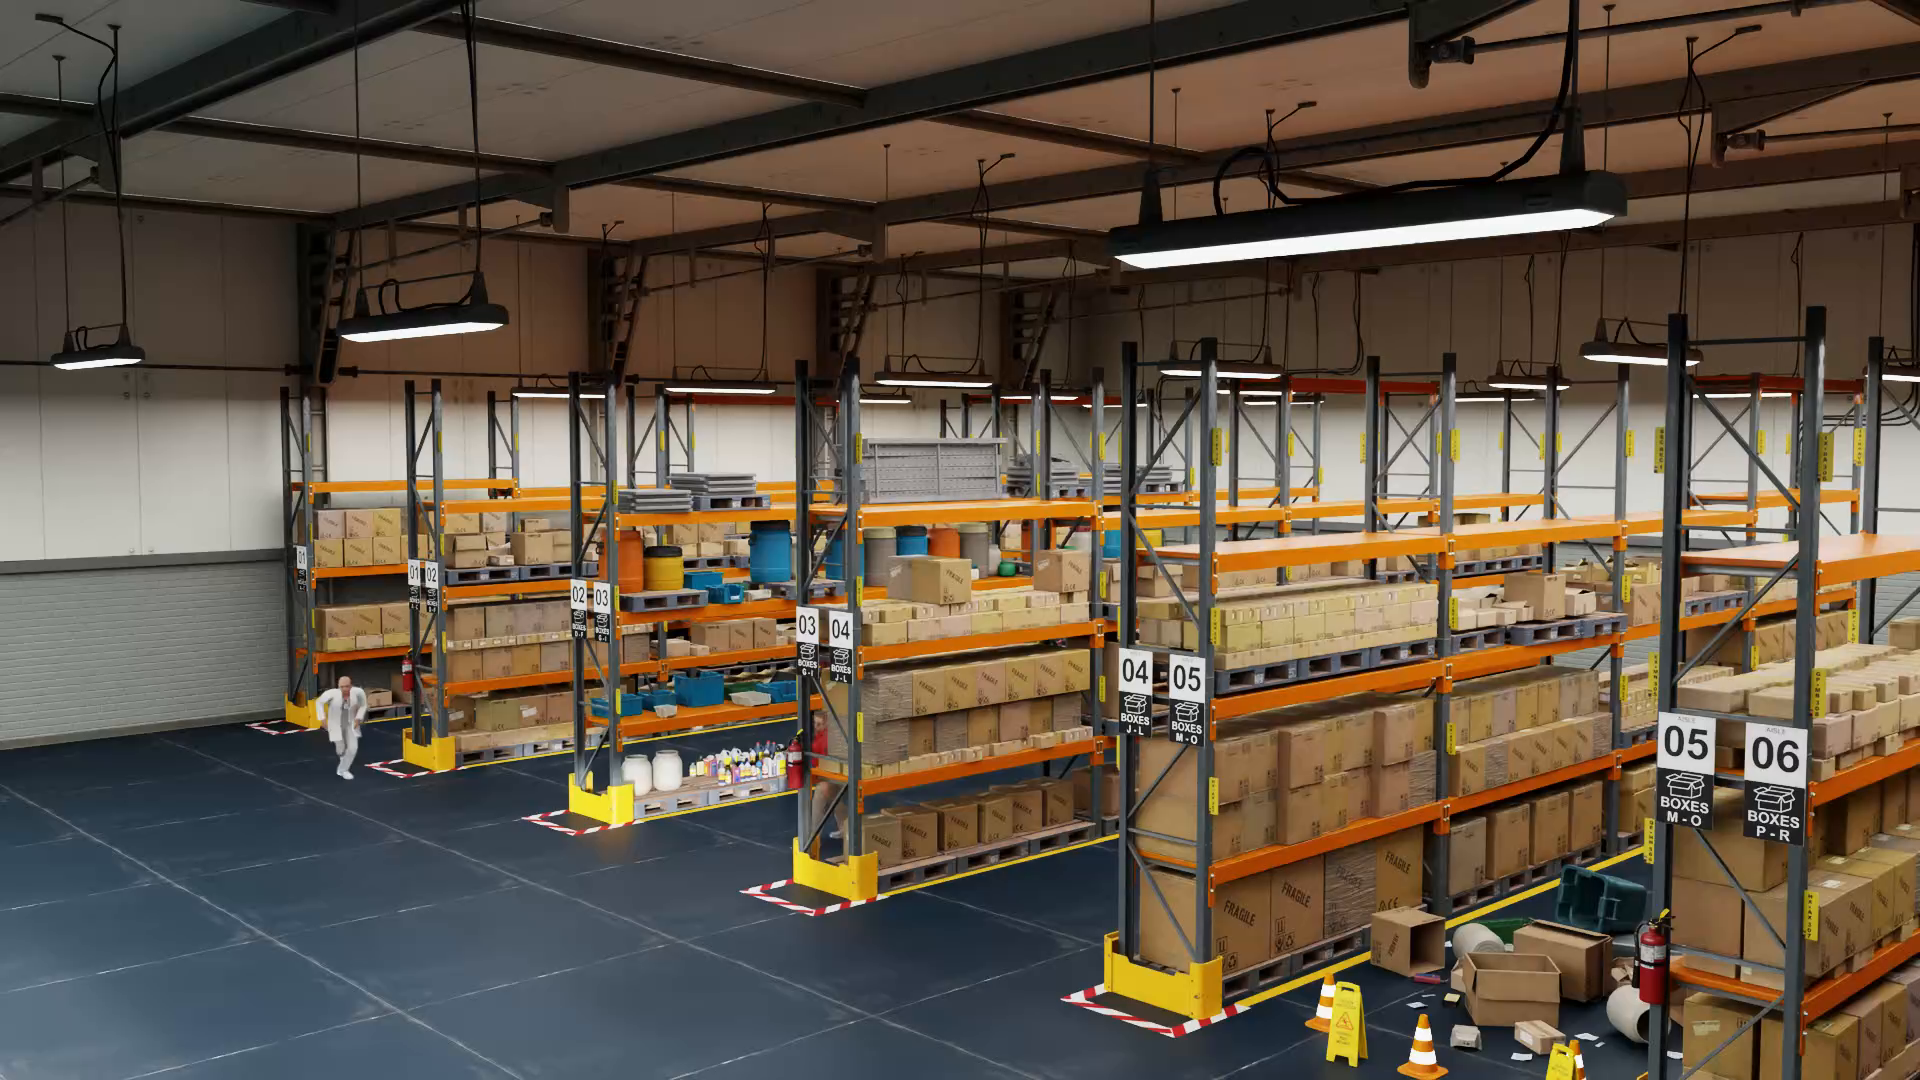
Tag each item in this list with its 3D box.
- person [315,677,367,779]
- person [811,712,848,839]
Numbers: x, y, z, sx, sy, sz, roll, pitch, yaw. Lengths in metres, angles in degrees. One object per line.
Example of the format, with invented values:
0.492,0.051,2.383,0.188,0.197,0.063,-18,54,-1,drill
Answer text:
-9.287,2.794,24.921,0.711,1.590,0.927,-2,4,-27,person
-1.729,2.982,20.848,0.792,1.715,0.761,-1,4,-11,person
